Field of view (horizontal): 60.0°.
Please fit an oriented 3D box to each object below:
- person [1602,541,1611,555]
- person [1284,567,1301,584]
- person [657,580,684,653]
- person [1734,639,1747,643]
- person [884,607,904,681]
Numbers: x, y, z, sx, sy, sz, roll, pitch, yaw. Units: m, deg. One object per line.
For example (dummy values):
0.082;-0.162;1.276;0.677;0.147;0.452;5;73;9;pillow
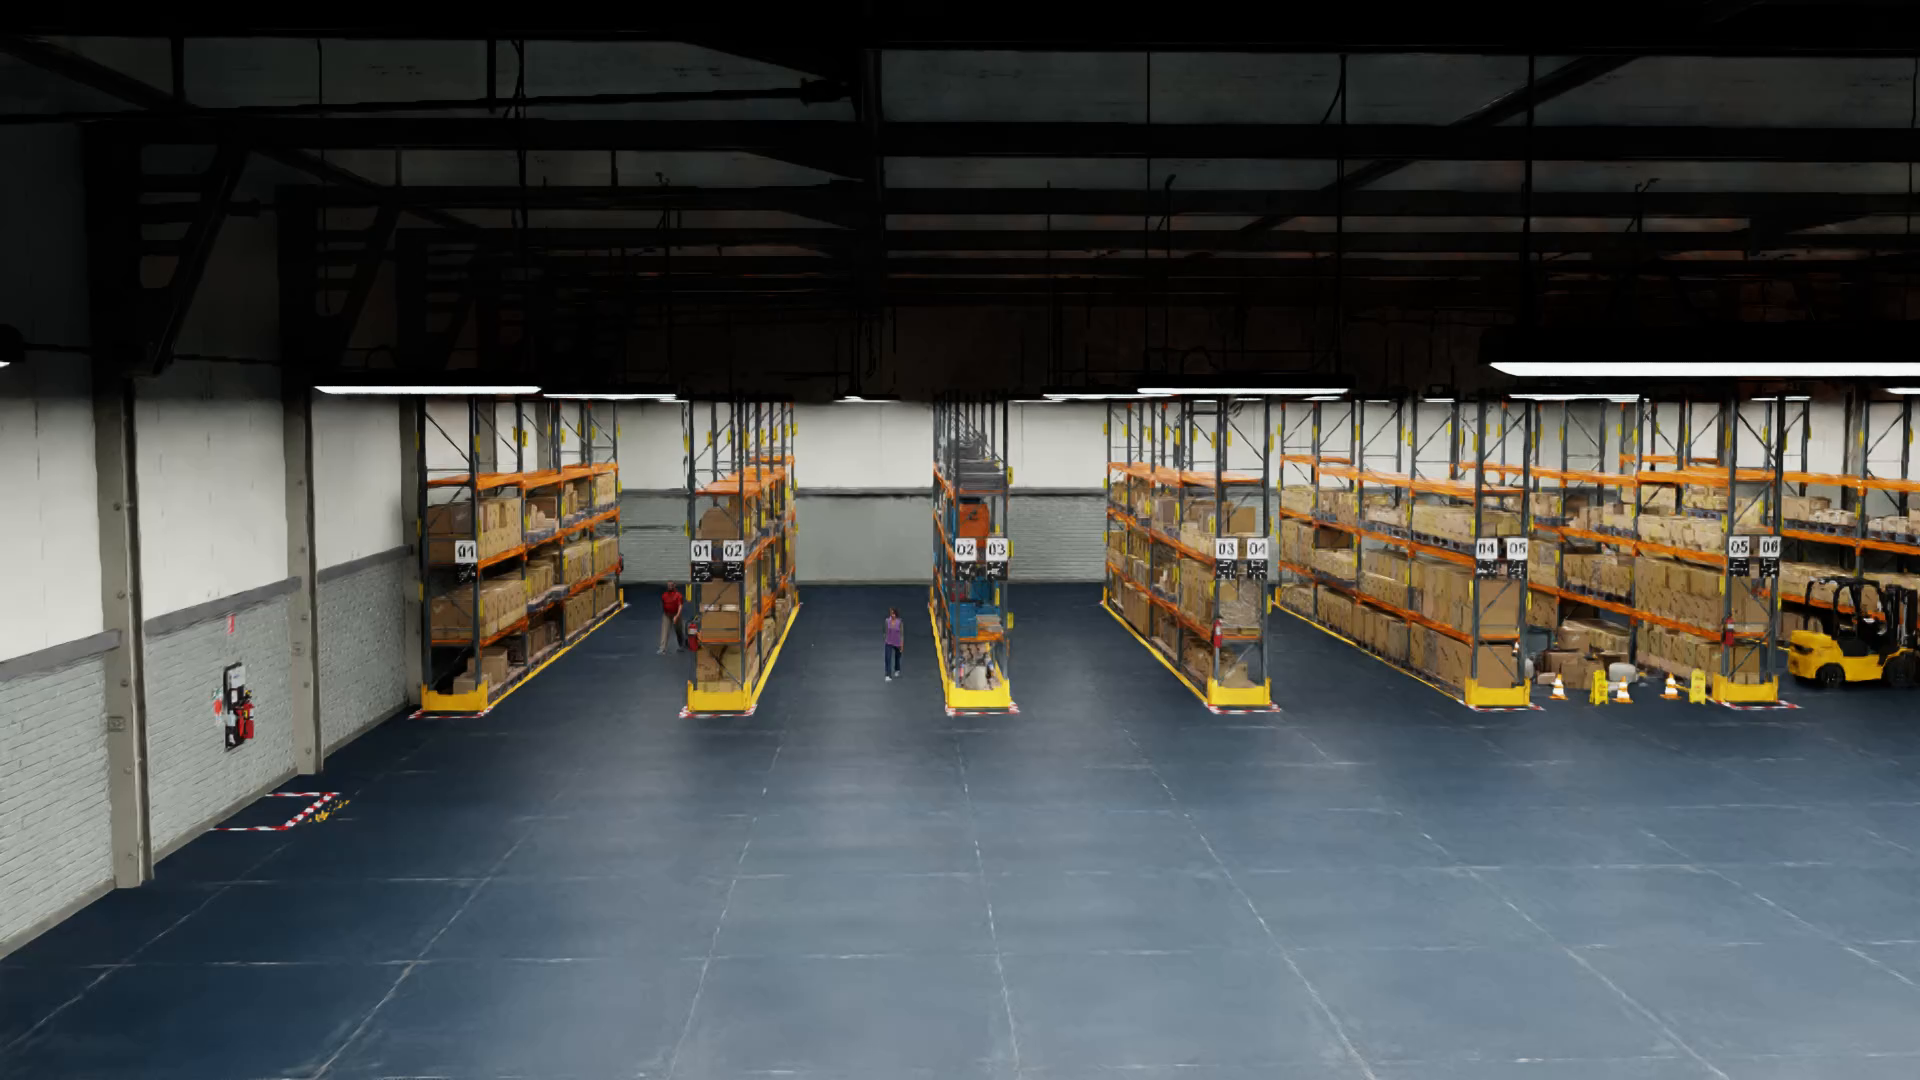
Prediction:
19.417;0.822;49.977;0.701;1.664;0.458;-3;5;-30;person
9.988;0.812;49.473;0.556;1.805;0.667;-4;6;-42;person
-6.629;1.754;38.309;0.534;1.657;1.041;1;5;7;person
16.645;1.979;35.574;0.462;1.674;0.495;3;5;29;person
-1.363;2.154;34.499;0.419;1.476;1.043;0;5;1;person
